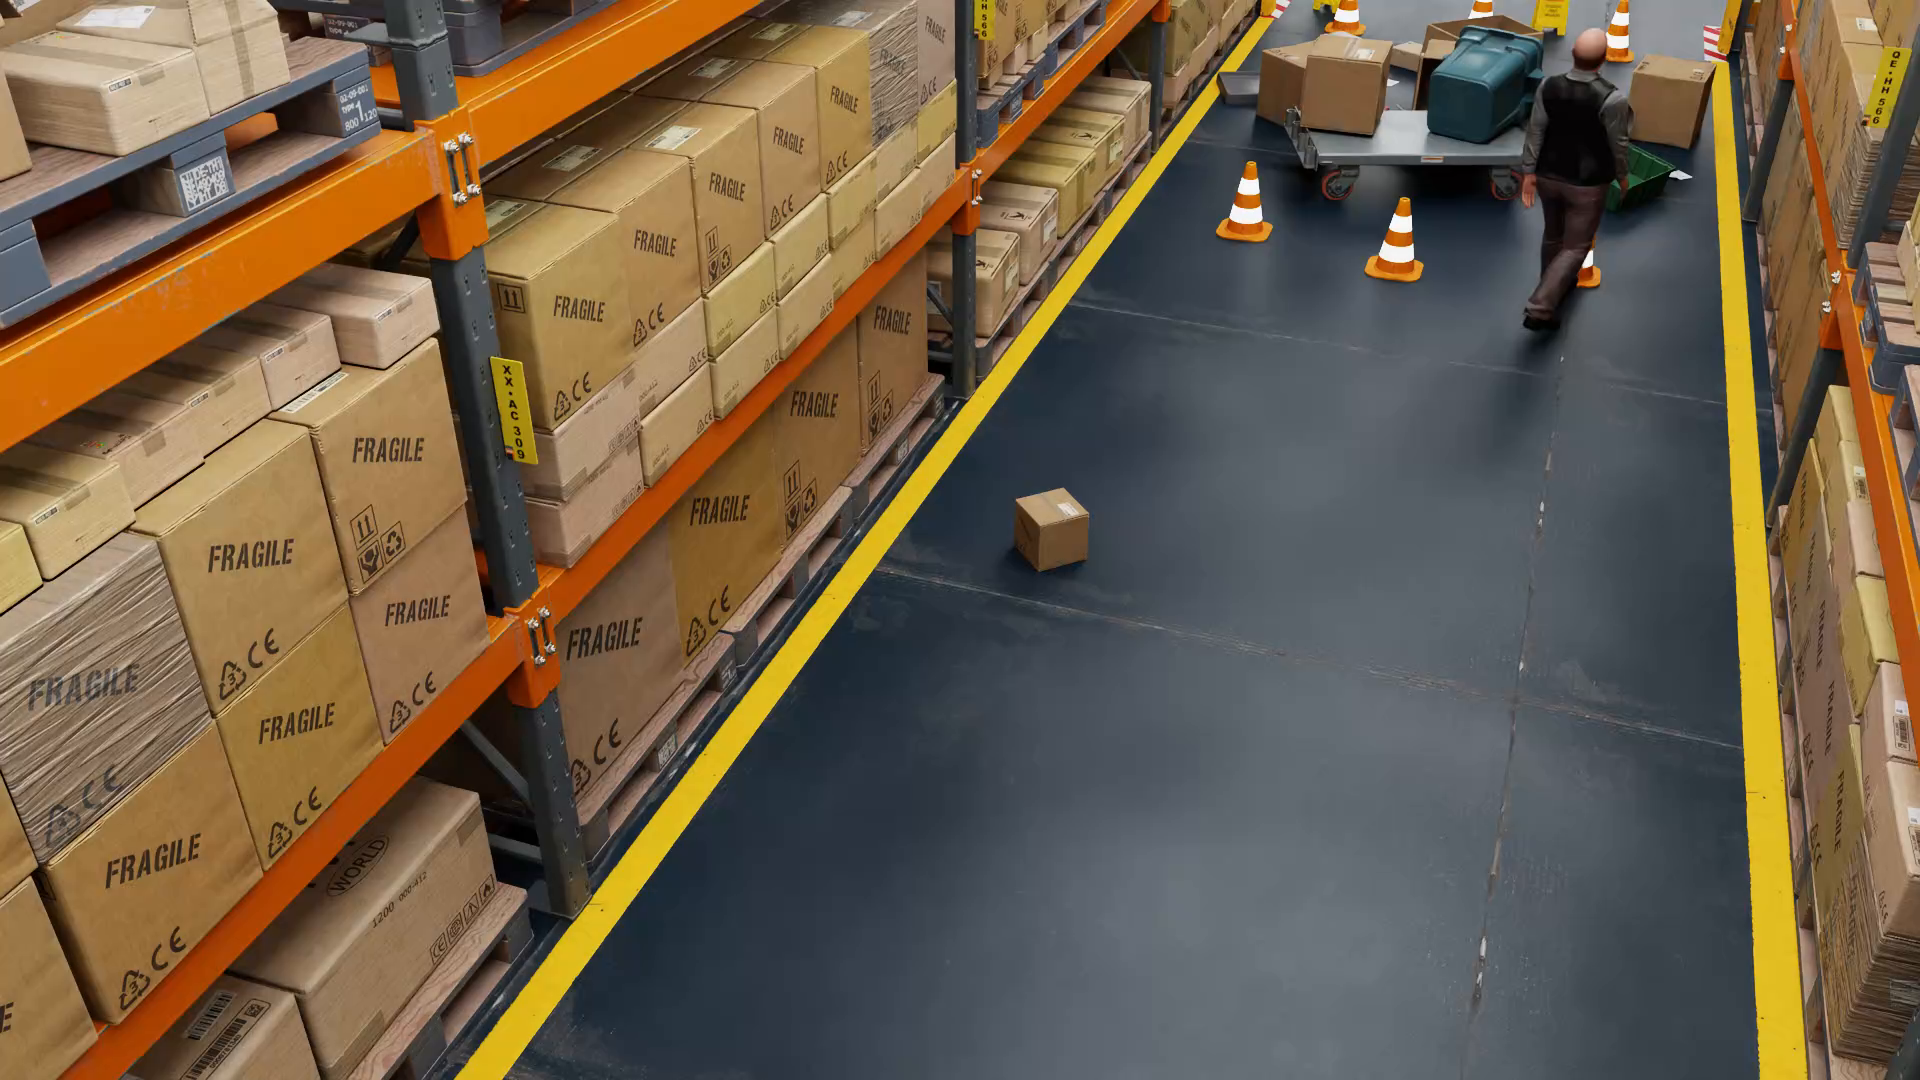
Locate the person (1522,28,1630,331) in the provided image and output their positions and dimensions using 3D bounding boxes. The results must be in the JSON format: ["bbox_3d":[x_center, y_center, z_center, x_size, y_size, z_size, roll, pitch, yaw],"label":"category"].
[{"bbox_3d":[3.455,-1.994,9.309,0.904,1.608,0.536,-25,41,-33],"label":"person"}]
